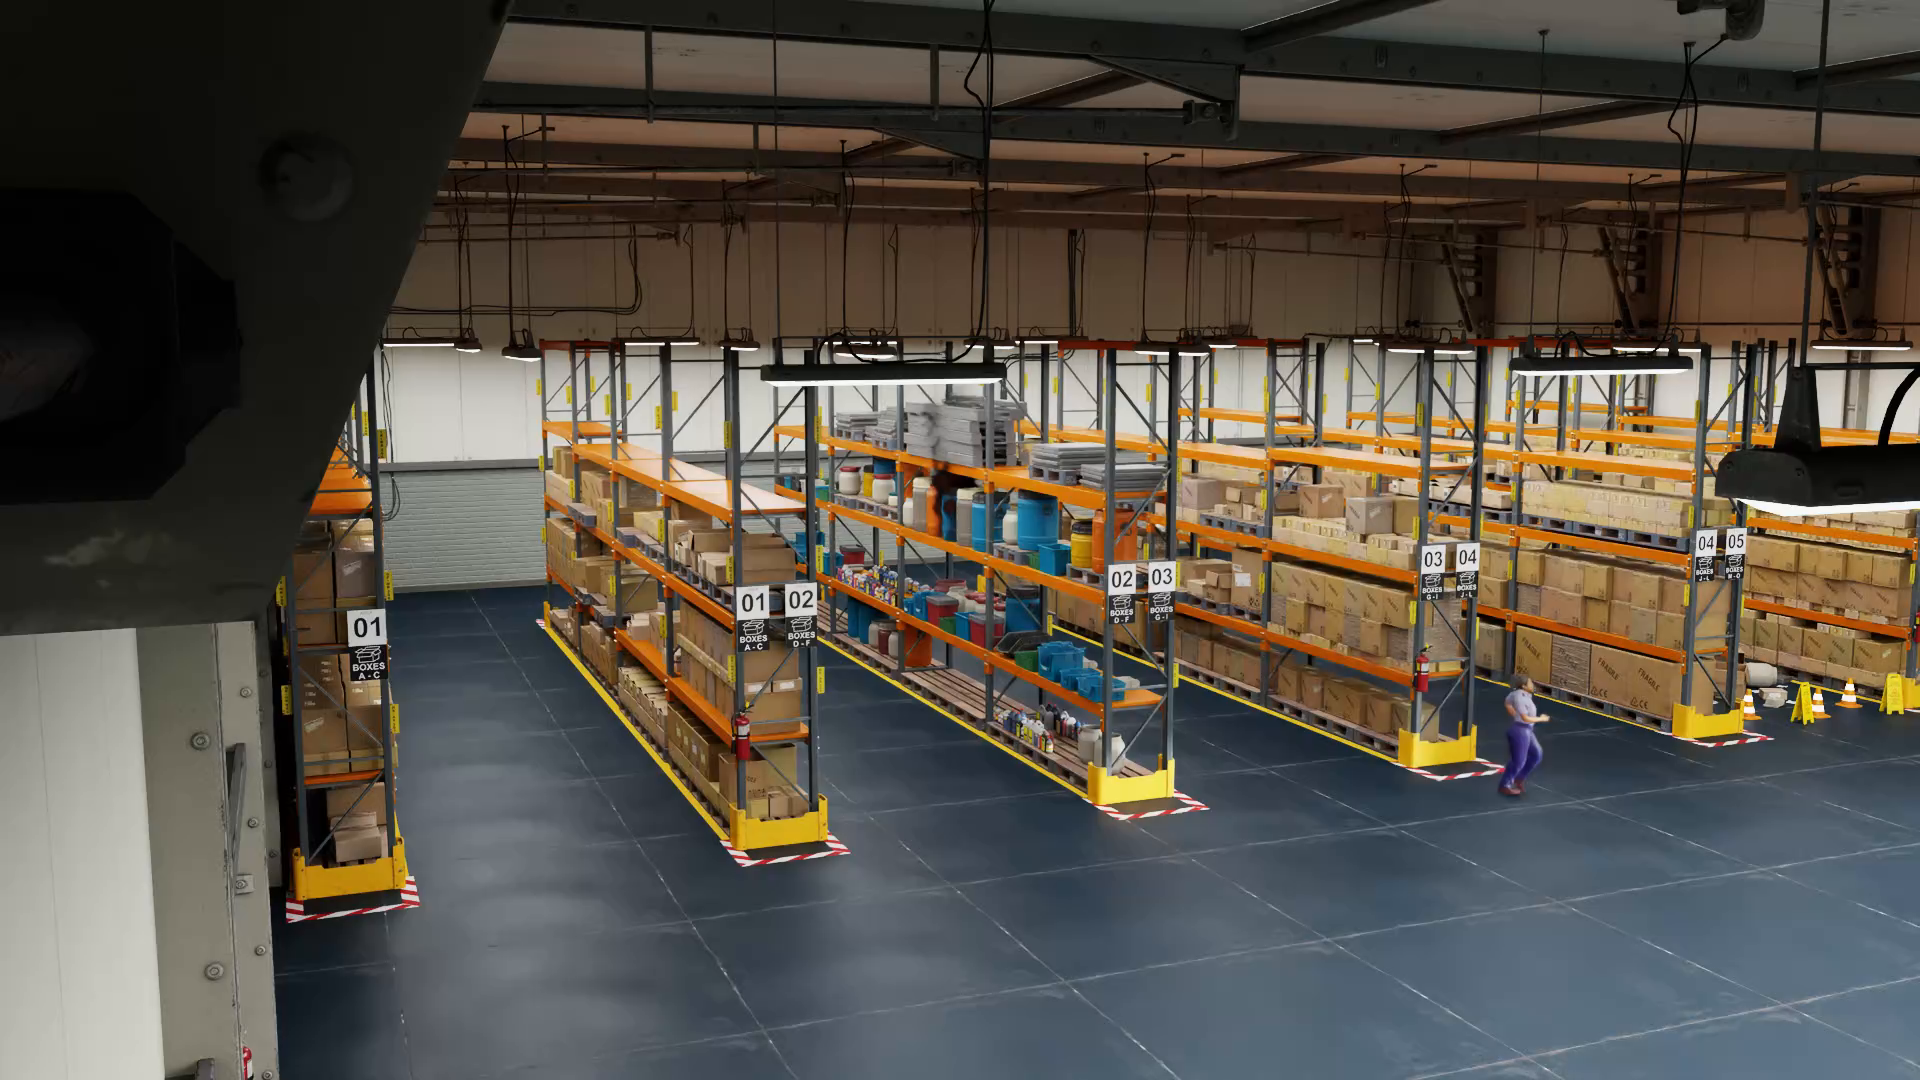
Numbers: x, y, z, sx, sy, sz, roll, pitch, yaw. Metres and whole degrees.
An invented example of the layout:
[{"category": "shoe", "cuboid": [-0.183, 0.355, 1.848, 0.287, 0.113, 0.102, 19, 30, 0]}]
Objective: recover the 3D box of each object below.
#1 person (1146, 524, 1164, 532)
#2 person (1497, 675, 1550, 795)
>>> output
[{"category": "person", "cuboid": [4.785, 0.143, 41.192, 0.856, 1.626, 0.625, -5, 9, -36]}, {"category": "person", "cuboid": [7.603, 2.635, 22.392, 0.631, 1.662, 0.633, 3, 8, 20]}]
